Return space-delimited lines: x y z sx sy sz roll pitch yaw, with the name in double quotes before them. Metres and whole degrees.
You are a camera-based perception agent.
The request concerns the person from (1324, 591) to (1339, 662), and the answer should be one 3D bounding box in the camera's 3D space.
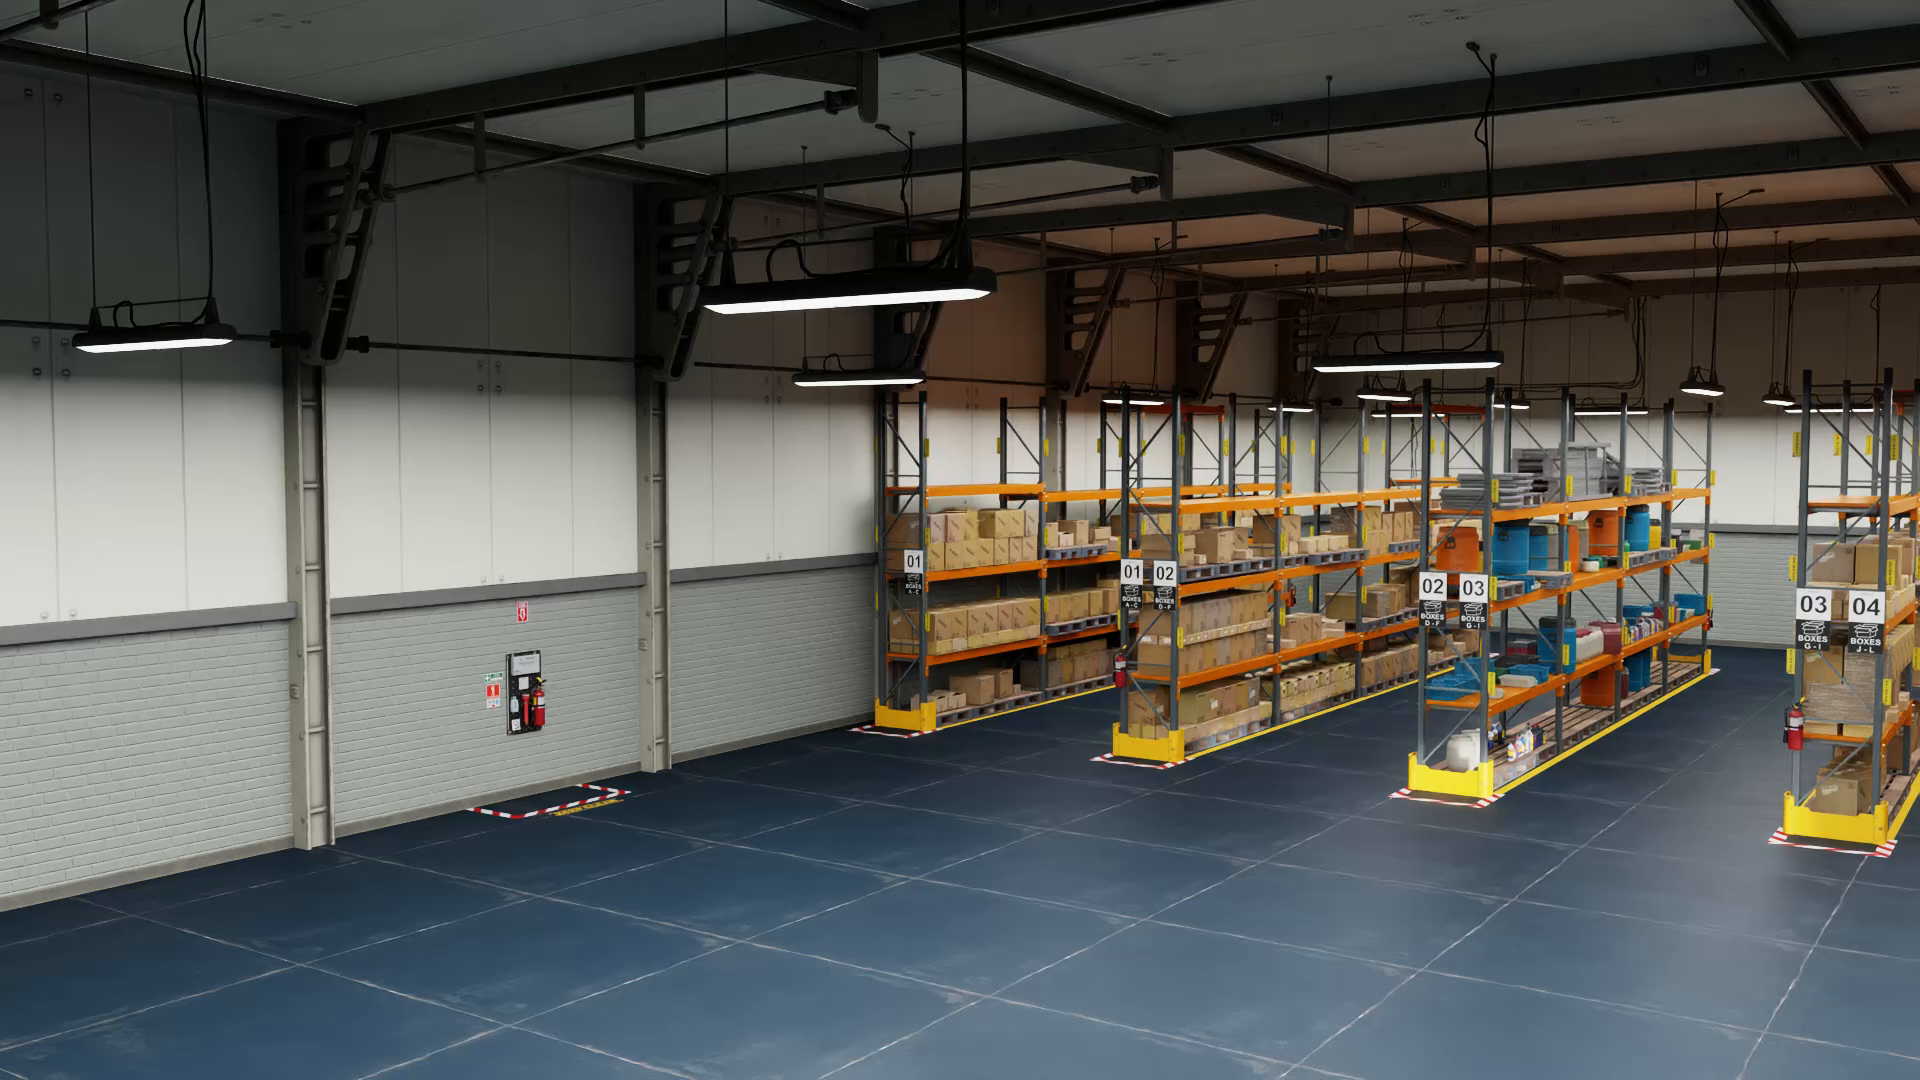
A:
"person" 8.426 2.036 37.336 0.602 1.791 0.468 0 3 8
